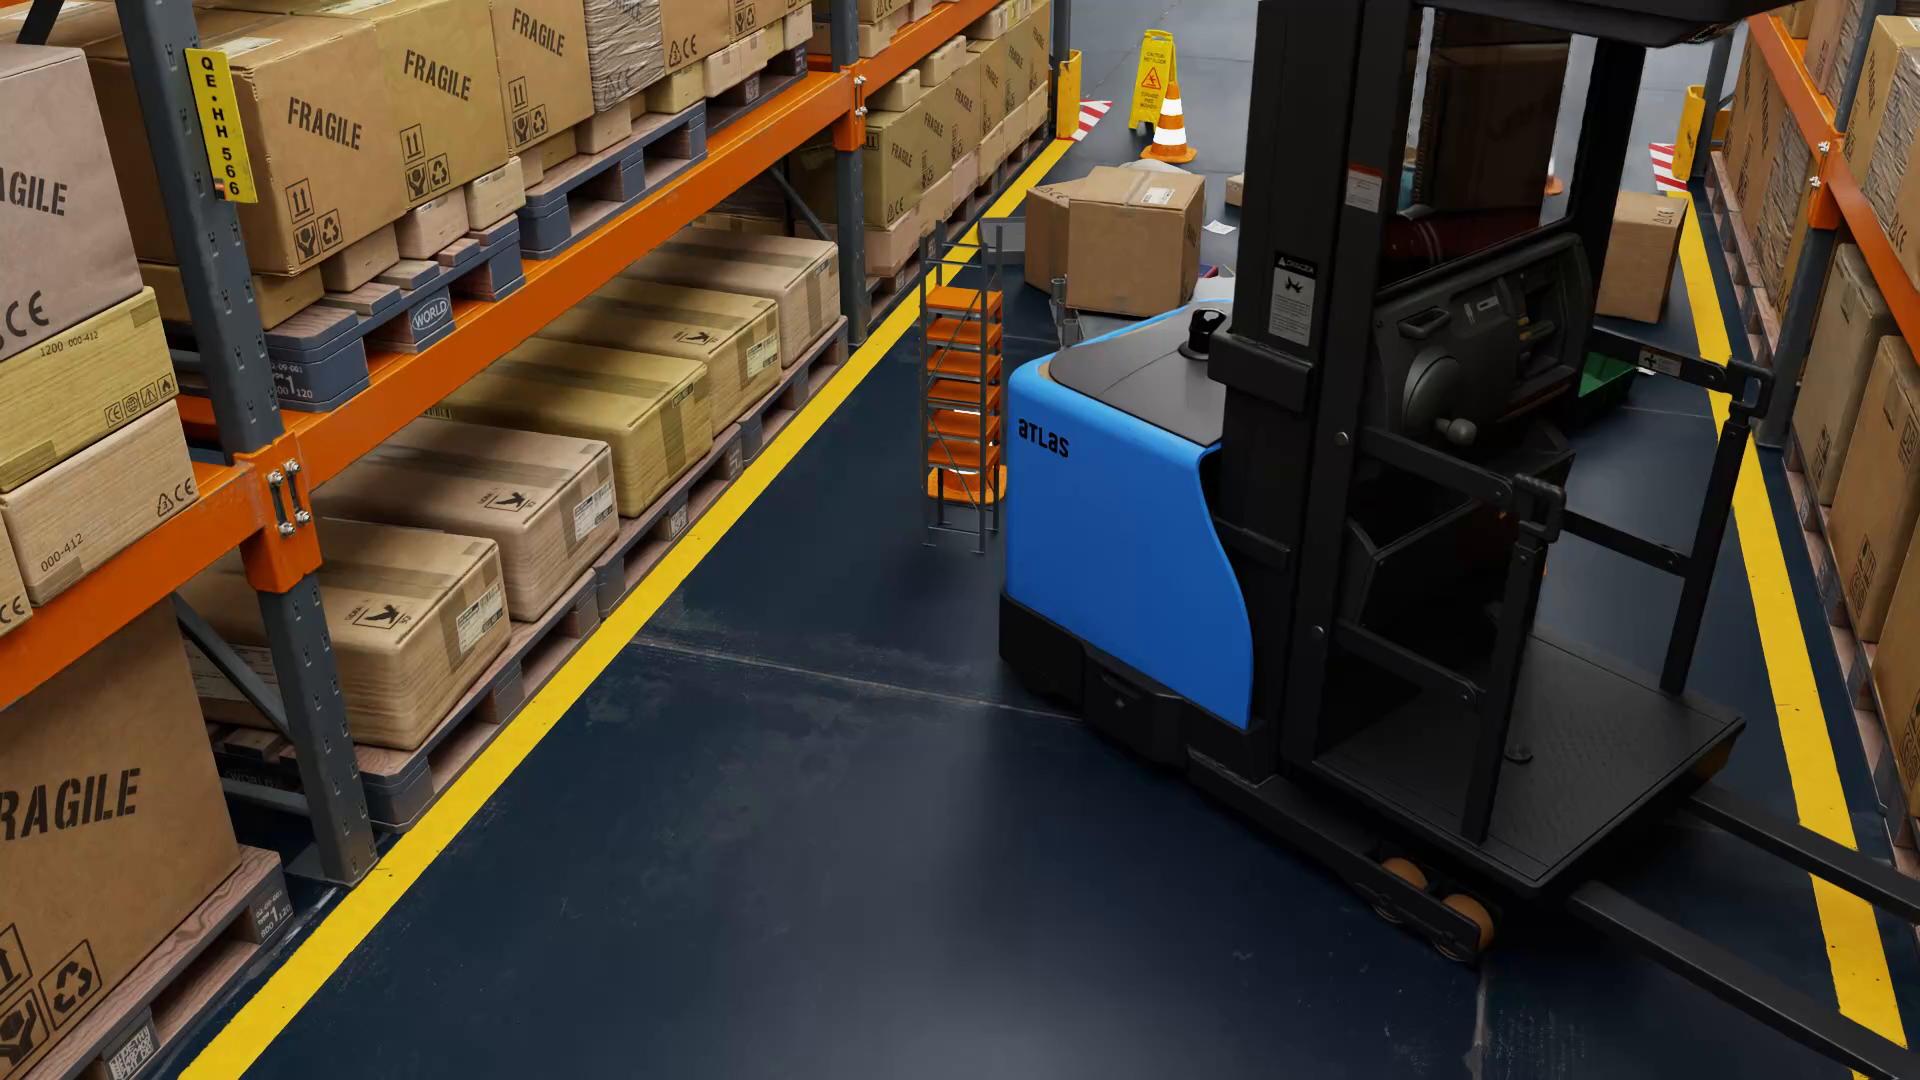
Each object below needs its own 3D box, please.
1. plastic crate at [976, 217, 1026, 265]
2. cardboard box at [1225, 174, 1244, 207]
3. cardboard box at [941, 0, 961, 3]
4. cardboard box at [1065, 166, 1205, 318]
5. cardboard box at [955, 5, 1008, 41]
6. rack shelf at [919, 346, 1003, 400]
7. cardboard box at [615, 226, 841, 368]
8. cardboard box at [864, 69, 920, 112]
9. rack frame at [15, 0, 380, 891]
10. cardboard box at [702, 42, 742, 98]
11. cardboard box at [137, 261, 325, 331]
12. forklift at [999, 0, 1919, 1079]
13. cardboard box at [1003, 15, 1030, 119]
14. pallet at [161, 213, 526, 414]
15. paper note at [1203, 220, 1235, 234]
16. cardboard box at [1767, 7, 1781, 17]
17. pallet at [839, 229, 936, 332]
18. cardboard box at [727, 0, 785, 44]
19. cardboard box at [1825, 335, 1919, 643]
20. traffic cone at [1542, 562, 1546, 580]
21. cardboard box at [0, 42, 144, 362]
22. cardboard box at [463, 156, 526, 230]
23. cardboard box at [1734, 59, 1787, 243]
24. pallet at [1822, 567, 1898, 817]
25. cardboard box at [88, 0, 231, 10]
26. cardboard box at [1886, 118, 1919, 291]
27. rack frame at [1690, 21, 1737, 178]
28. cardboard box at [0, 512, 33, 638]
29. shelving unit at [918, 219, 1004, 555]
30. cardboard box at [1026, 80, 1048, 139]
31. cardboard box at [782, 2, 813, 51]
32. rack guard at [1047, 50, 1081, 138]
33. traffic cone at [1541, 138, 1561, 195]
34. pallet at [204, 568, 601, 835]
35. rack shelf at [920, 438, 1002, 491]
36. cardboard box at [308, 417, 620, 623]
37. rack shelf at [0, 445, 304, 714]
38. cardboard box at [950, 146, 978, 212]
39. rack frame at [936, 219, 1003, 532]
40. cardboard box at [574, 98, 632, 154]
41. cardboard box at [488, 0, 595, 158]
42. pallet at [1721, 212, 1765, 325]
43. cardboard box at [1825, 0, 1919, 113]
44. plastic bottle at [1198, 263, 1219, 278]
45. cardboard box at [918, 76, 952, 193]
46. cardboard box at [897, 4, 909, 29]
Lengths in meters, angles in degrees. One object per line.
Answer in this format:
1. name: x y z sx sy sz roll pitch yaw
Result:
1. plastic crate: 0.306 -1.651 9.136 0.402 0.080 0.583 -1 29 -3
2. cardboard box: 1.782 -2.030 9.747 0.250 0.149 0.380 -24 37 -37
3. cardboard box: -0.155 -2.898 8.633 0.380 0.149 0.250 9 30 15
4. cardboard box: 0.772 -1.313 7.317 0.500 0.500 0.500 8 30 15
5. cardboard box: 0.050 -2.938 9.403 0.380 0.149 0.250 10 31 17
6. rack shelf: 0.004 -0.597 5.934 0.258 0.103 0.180 8 30 15
7. cardboard box: -1.090 -1.105 7.422 0.950 0.372 0.625 9 30 16
8. cardboard box: -0.413 -2.193 8.064 0.380 0.149 0.250 9 30 16
9. rack frame: -2.113 -0.455 3.983 1.000 3.000 0.127 8 30 15
10. cardboard box: -1.033 -1.746 6.129 0.380 0.149 0.250 9 30 15
11. cardboard box: -1.839 -0.654 4.166 0.380 0.149 0.250 7 30 12
12. forklift: 1.479 -0.475 4.088 1.130 2.935 3.031 -23 37 -35
13. cardboard box: 0.100 -2.830 9.877 0.500 0.500 0.500 10 31 17
14. pallet: -2.005 -0.718 4.652 1.213 0.211 1.003 8 30 15
15. paper note: 1.468 -1.774 9.419 0.148 0.019 0.142 20 35 32
16. cardboard box: 4.507 -2.899 8.222 0.875 0.550 0.550 8 30 15
17. pallet: -0.775 -1.413 8.573 1.003 0.211 1.213 8 30 15
18. cardboard box: -0.999 -2.193 6.267 0.500 0.500 0.500 9 30 15
19. cardboard box: 3.440 -0.106 5.238 1.050 0.750 0.750 8 30 15
20. traffic cone: 1.986 -0.138 6.023 0.336 0.463 0.334 8 30 15
21. cardboard box: -2.014 -0.658 3.217 0.500 0.500 0.500 8 30 14
22. cardboard box: -1.499 -1.026 4.835 0.380 0.149 0.250 9 30 15
23. cardboard box: 4.605 -2.035 8.576 0.875 0.875 0.875 8 30 14
24. pallet: 3.313 0.502 5.131 1.003 0.211 1.213 8 30 15
25. cardboard box: -2.104 -1.305 4.670 0.500 0.500 0.500 8 30 14
26. cardboard box: 3.115 -1.026 4.906 0.500 0.500 0.500 8 30 15
27. rack frame: 4.997 -3.514 9.481 1.000 3.000 0.127 8 30 15
28. cardboard box: -2.148 0.122 3.100 0.500 0.250 0.500 9 30 16
29. shelving unit: 0.004 -0.531 5.970 0.258 1.200 0.189 8 30 15
30. cardboard box: 0.249 -2.730 10.468 0.500 0.250 0.500 8 30 15
31. cardboard box: -0.826 -2.109 6.783 0.380 0.149 0.250 9 30 16
32. rack guard: 0.213 -3.045 11.210 1.175 0.500 0.348 8 30 15
33. traffic cone: 3.484 -2.361 10.018 0.336 0.463 0.334 8 30 15
34. pallet: -1.882 0.400 5.313 1.003 0.211 1.213 8 30 15
35. rack shelf: 0.004 -0.282 6.109 0.258 0.103 0.180 8 30 15
36. cardboard box: -1.728 -0.096 5.608 0.950 0.372 0.625 8 30 14
37. rack shelf: -2.700 0.788 2.487 1.077 0.370 4.000 8 30 15
38. cardboard box: -0.208 -2.028 9.207 0.500 0.250 0.500 8 30 14
39. rack frame: 0.031 -0.574 6.047 0.240 1.200 0.006 8 30 15
40. cardboard box: -1.319 -1.398 5.503 0.380 0.149 0.250 9 30 16
41. cardboard box: -1.463 -1.480 4.983 0.500 0.500 0.500 9 30 16
42. pallet: 4.477 -1.347 8.455 1.003 0.211 1.213 8 30 15
43. cardboard box: 3.920 -1.894 6.414 0.875 0.550 0.550 8 30 15
44. plastic bottle: 1.233 -1.362 8.636 0.133 0.061 0.283 14 32 23
45. cardboard box: -0.361 -2.110 8.582 0.500 0.500 0.500 10 31 17
46. cardboard box: -0.466 -2.558 8.021 0.380 0.149 0.250 8 30 15
